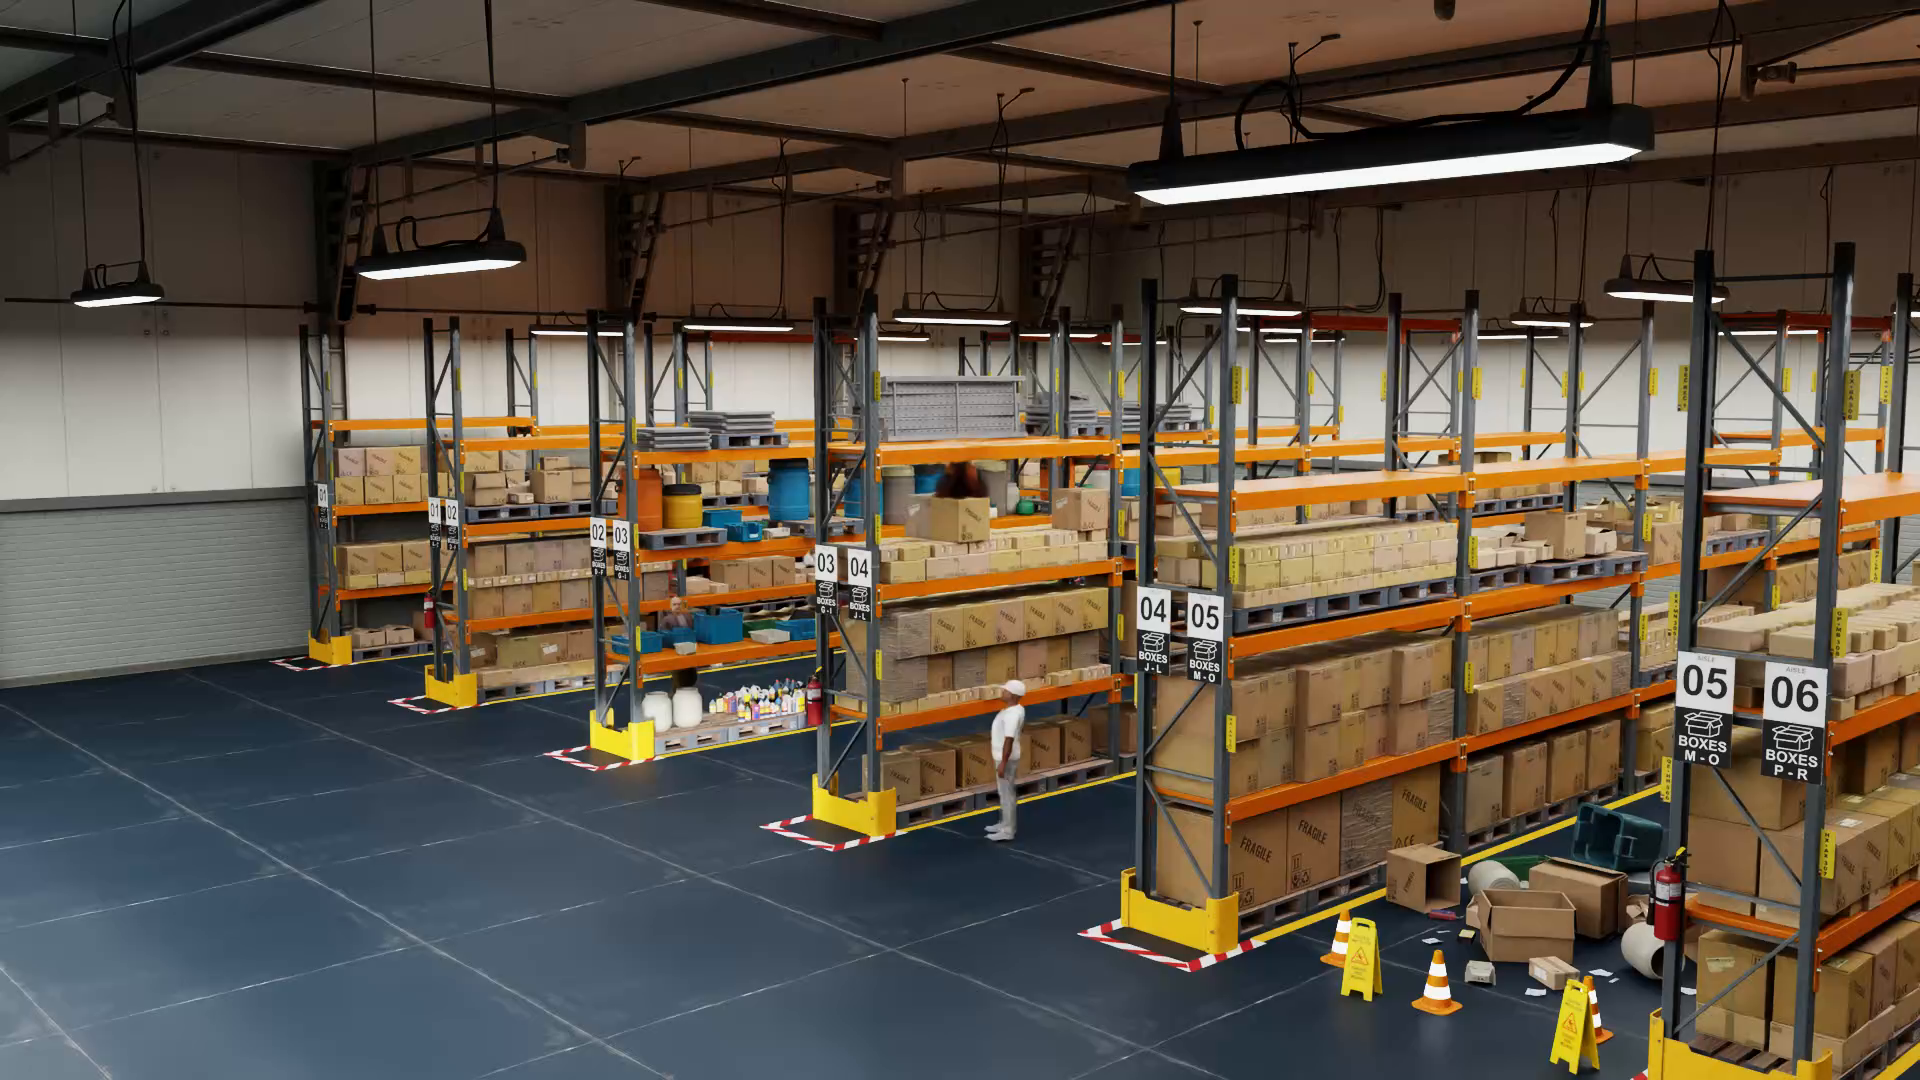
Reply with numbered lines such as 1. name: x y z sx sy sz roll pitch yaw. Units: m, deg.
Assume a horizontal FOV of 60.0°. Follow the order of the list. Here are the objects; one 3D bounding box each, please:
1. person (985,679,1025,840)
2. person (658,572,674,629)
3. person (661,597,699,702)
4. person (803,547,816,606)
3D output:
1. person: 0.500 2.418 18.474 0.448 1.762 0.631 0 6 1
2. person: -5.606 1.156 31.301 0.487 1.680 0.857 6 8 44
3. person: -4.216 1.744 25.064 0.524 1.784 0.615 4 7 32
4. person: -3.080 0.824 34.879 0.427 1.637 0.939 4 7 37
